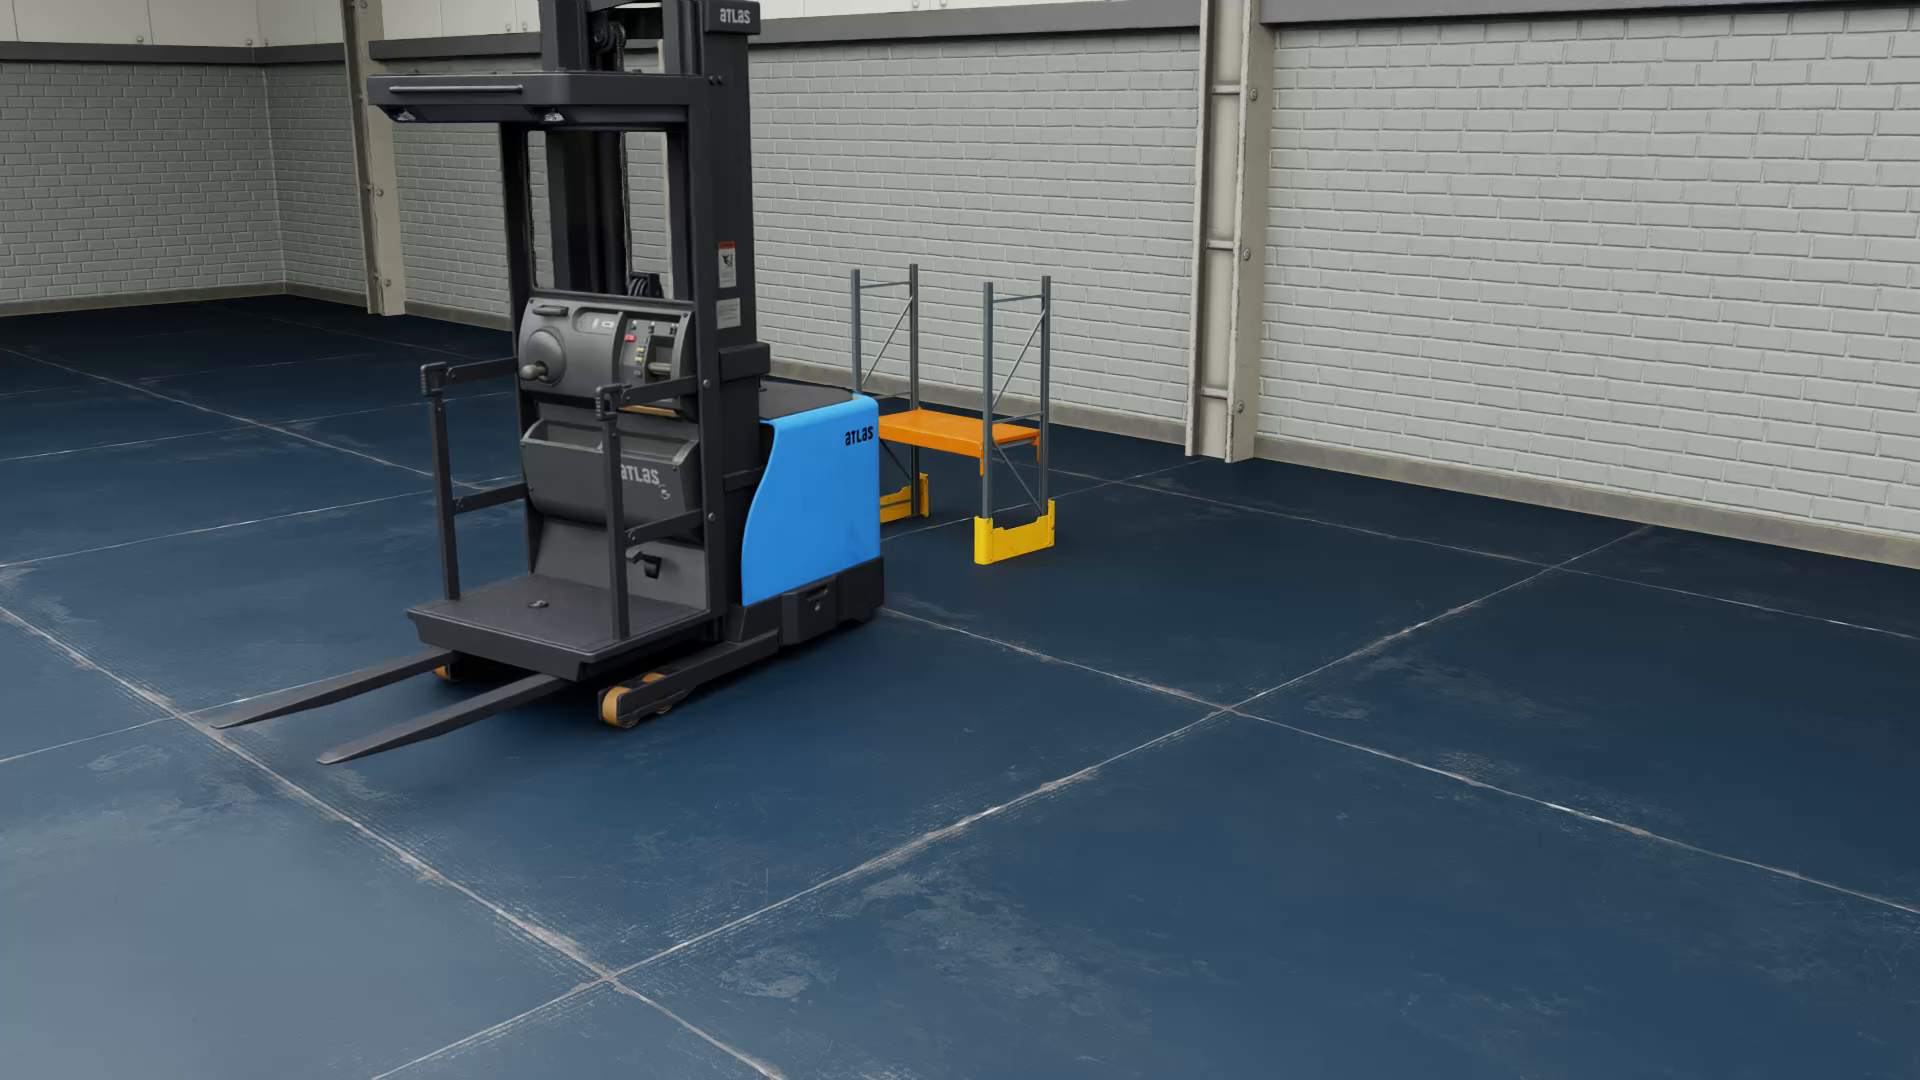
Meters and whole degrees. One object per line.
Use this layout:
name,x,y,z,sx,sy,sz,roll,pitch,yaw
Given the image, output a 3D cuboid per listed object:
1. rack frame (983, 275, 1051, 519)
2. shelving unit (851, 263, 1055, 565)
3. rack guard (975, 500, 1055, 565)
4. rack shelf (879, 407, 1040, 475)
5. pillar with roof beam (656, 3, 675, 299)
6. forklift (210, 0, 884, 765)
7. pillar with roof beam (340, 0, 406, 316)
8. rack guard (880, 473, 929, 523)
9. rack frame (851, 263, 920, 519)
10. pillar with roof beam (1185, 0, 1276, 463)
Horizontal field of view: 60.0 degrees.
rack frame,0.305,-0.652,8.959,0.032,1.500,0.500,14,20,42
shelving unit,-0.055,-0.739,9.294,1.083,1.500,0.587,14,20,42
rack guard,0.304,-0.047,9.117,0.087,0.250,0.587,14,20,42
rack shelf,-0.061,-0.567,9.346,1.000,0.185,0.538,14,20,42
pillar with roof beam,-5.474,-5.217,11.609,0.400,9.000,9.100,14,20,42
forklift,-1.594,-0.808,6.722,1.130,2.935,3.031,9,17,32
pillar with roof beam,-9.793,-6.268,15.639,0.400,9.000,9.100,14,20,42
rack guard,-0.413,-0.221,9.786,0.087,0.250,0.587,14,20,42
rack frame,-0.427,-0.830,9.642,0.032,1.500,0.500,14,20,42
pillar with roof beam,-1.154,-4.167,7.579,0.400,9.000,9.100,14,20,42
